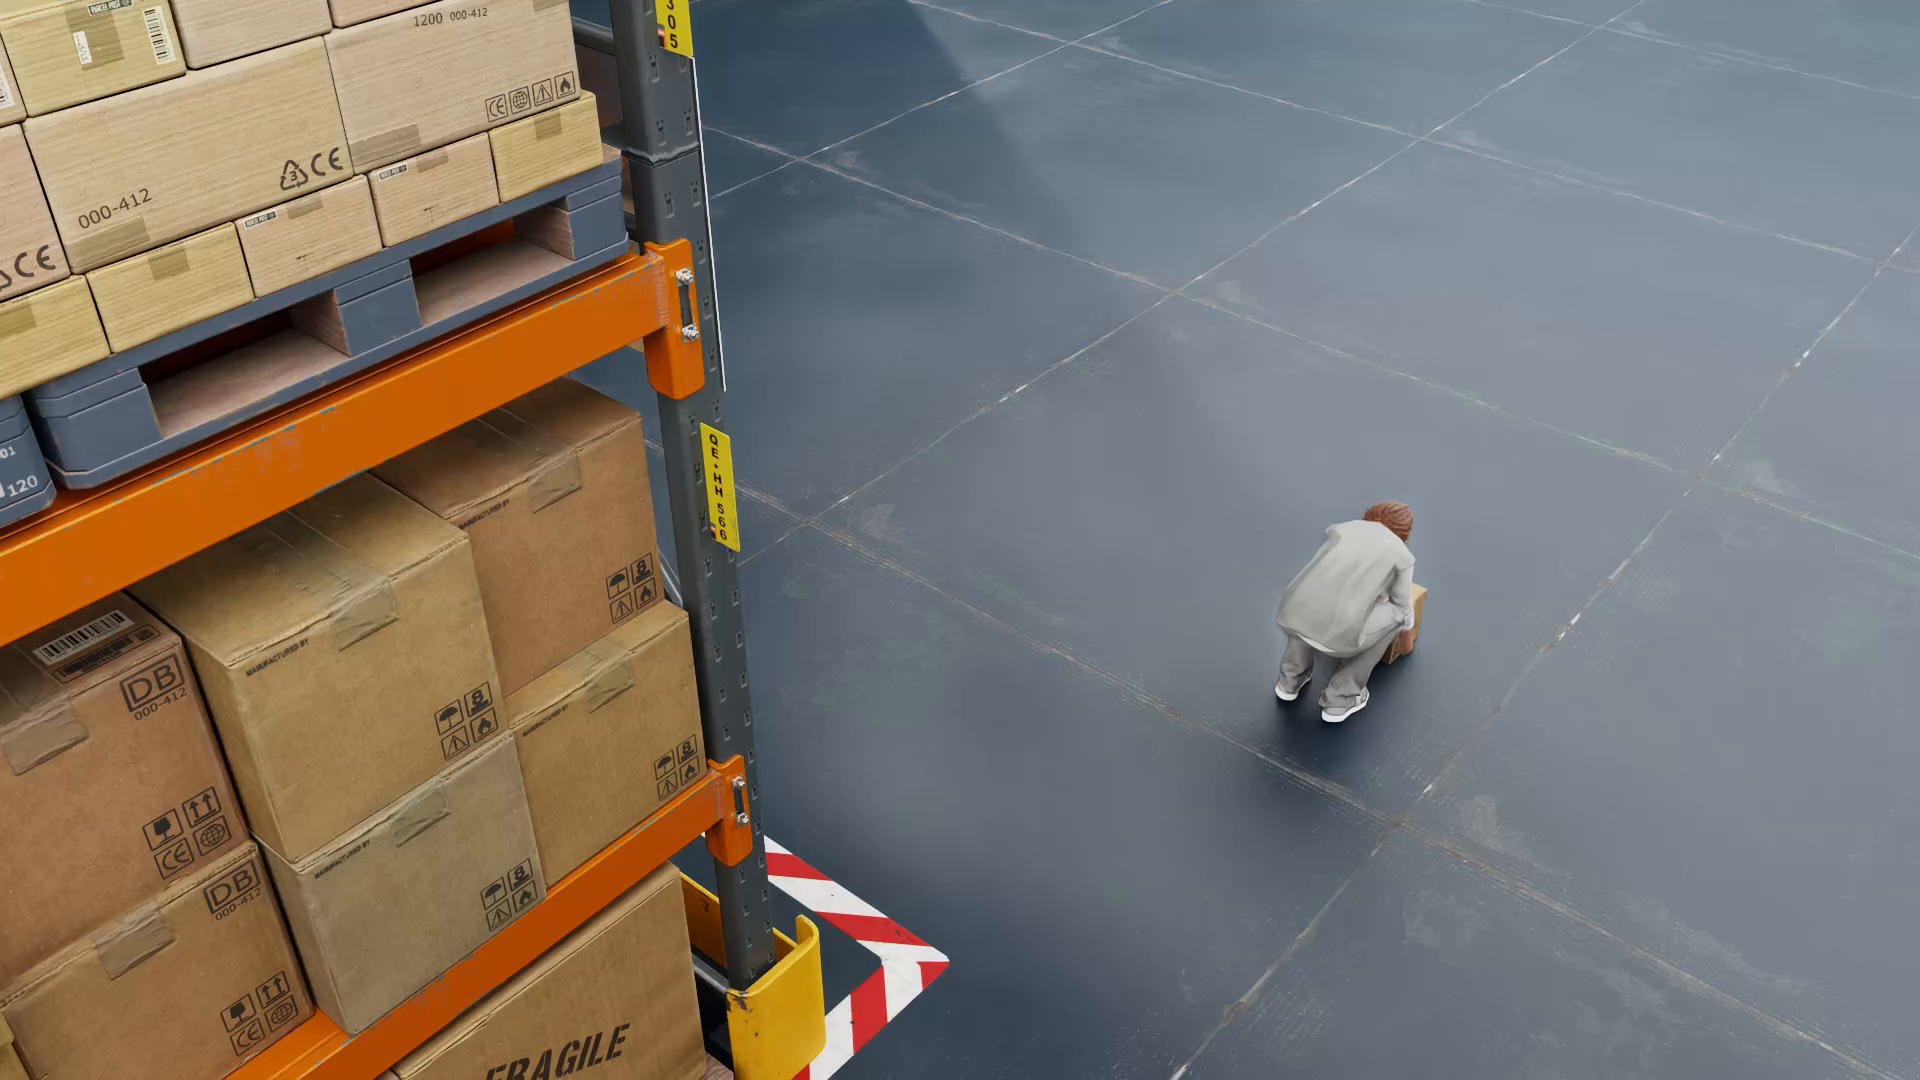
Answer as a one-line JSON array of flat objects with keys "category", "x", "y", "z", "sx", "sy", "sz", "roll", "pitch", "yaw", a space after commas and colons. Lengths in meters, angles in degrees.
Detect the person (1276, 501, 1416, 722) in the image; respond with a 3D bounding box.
[{"category": "person", "x": 1.532, "y": 0.290, "z": 6.553, "sx": 0.420, "sy": 0.715, "sz": 0.869, "roll": 25, "pitch": 42, "yaw": 30}]
